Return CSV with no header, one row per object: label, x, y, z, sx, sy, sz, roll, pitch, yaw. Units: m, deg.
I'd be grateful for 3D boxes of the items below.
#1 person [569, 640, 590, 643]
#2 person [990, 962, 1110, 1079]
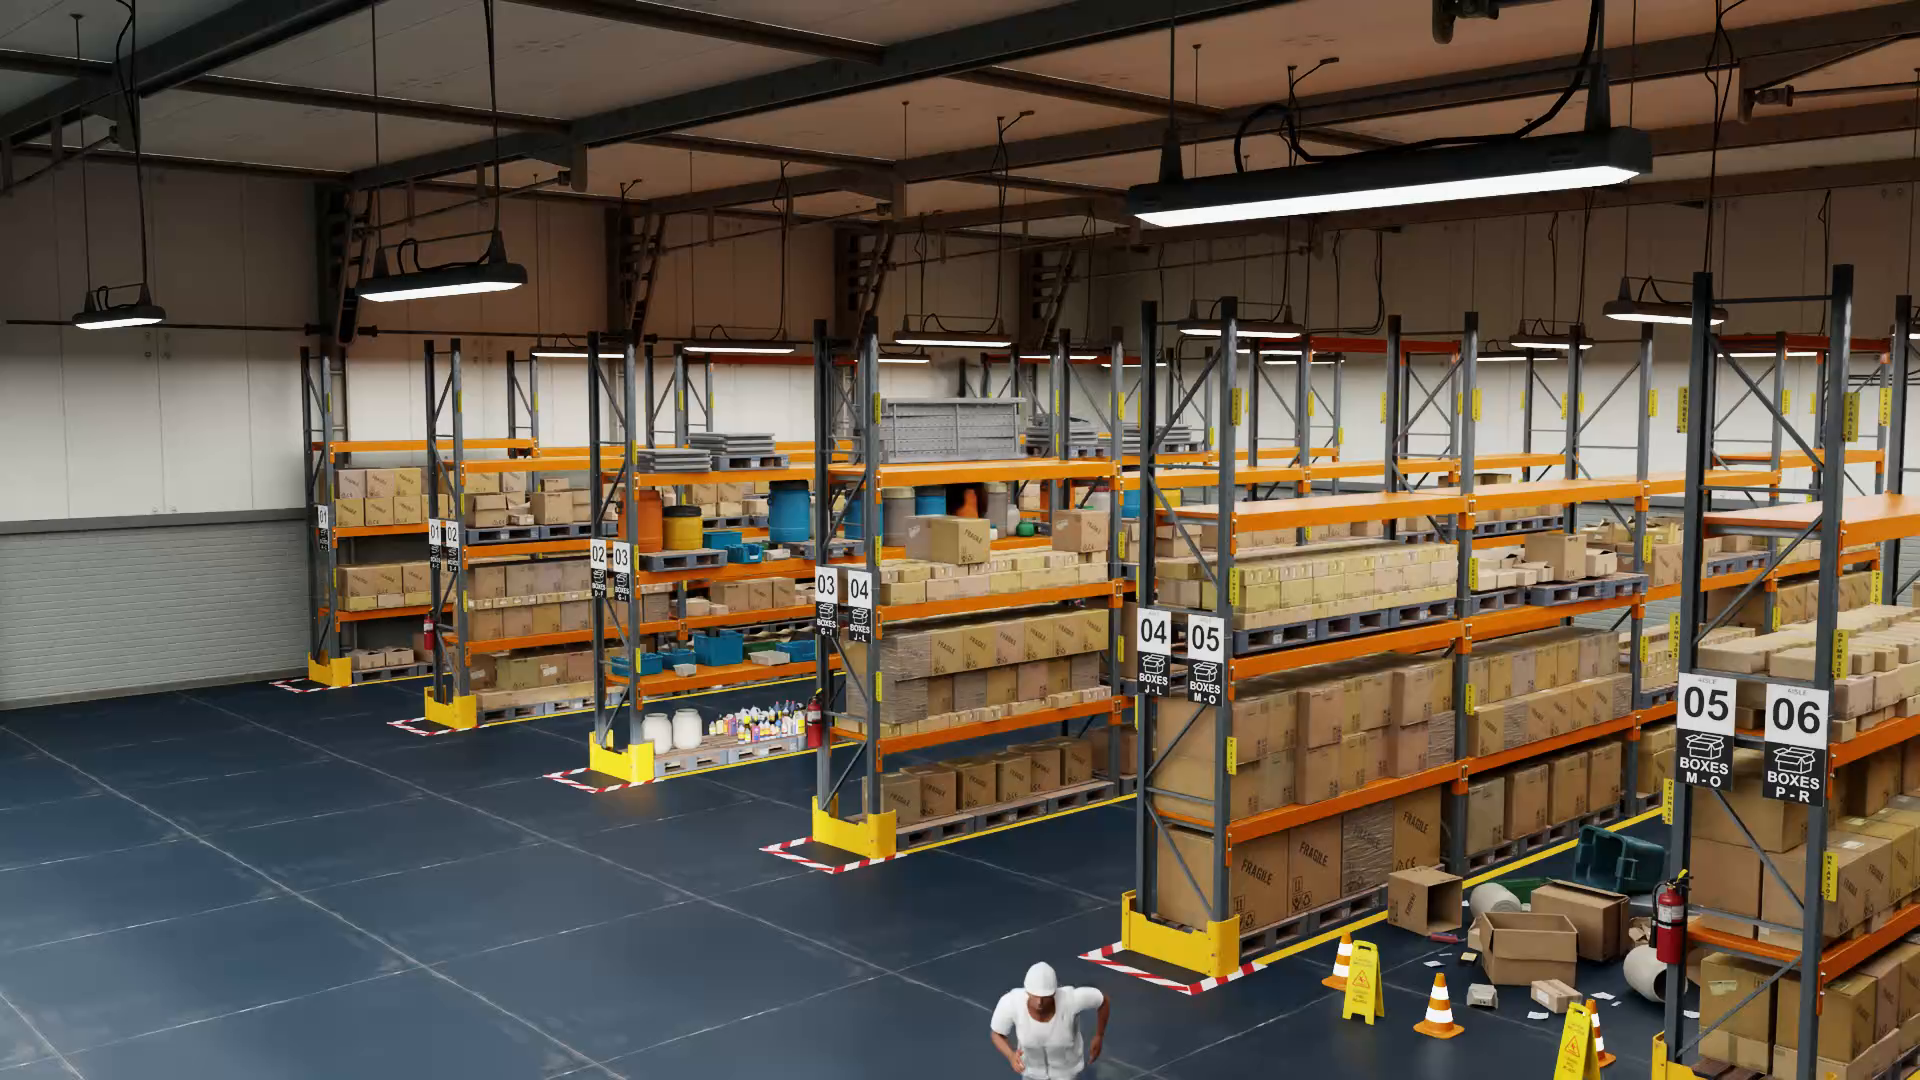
person,-6.683,1.795,29.387,0.841,1.589,0.566,-5,7,-43
person,0.578,3.427,10.630,0.747,1.717,1.043,1,5,10
